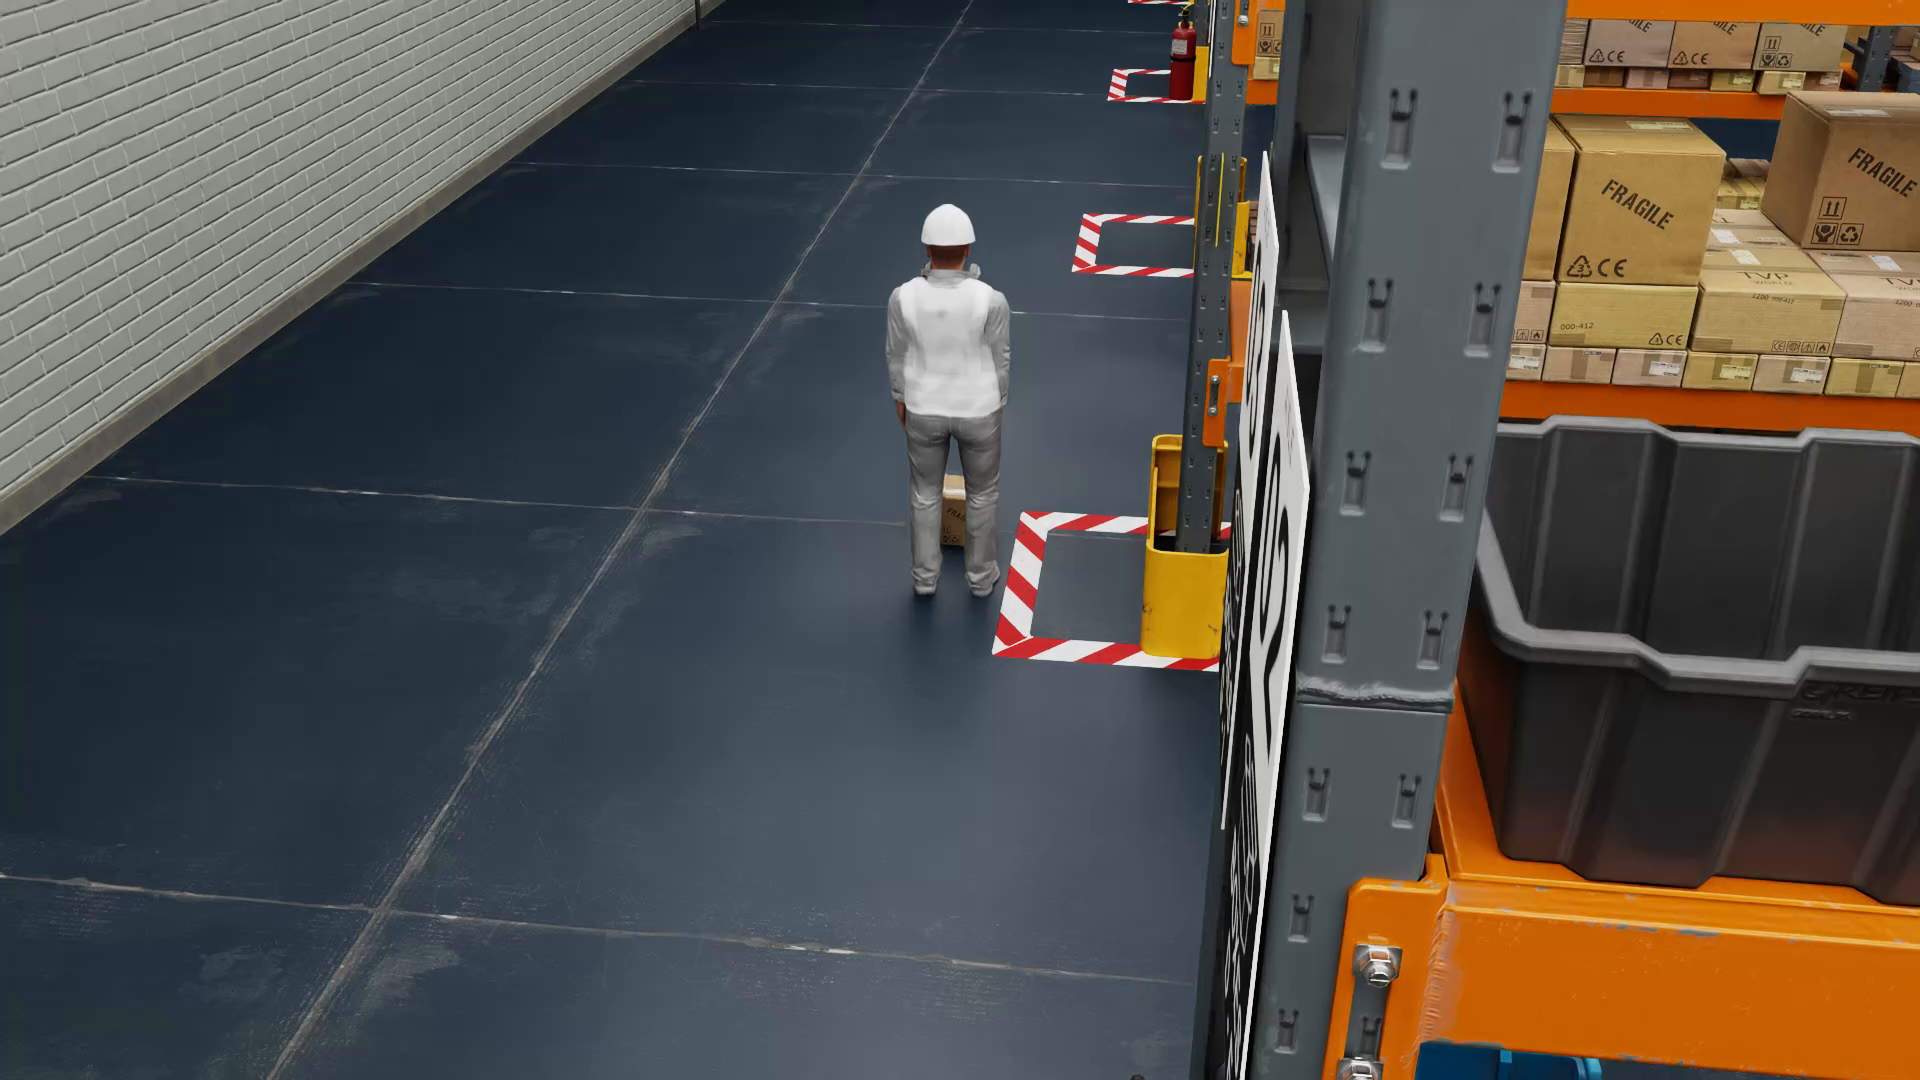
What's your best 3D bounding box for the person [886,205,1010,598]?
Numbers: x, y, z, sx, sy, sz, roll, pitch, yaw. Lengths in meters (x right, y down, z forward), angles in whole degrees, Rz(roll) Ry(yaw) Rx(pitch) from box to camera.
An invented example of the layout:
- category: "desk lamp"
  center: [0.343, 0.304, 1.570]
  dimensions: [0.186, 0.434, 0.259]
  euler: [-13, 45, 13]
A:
- category: "person"
  center: [-0.050, -0.578, 7.192]
  dimensions: [0.534, 1.768, 0.356]
  euler: [4, 28, 7]
